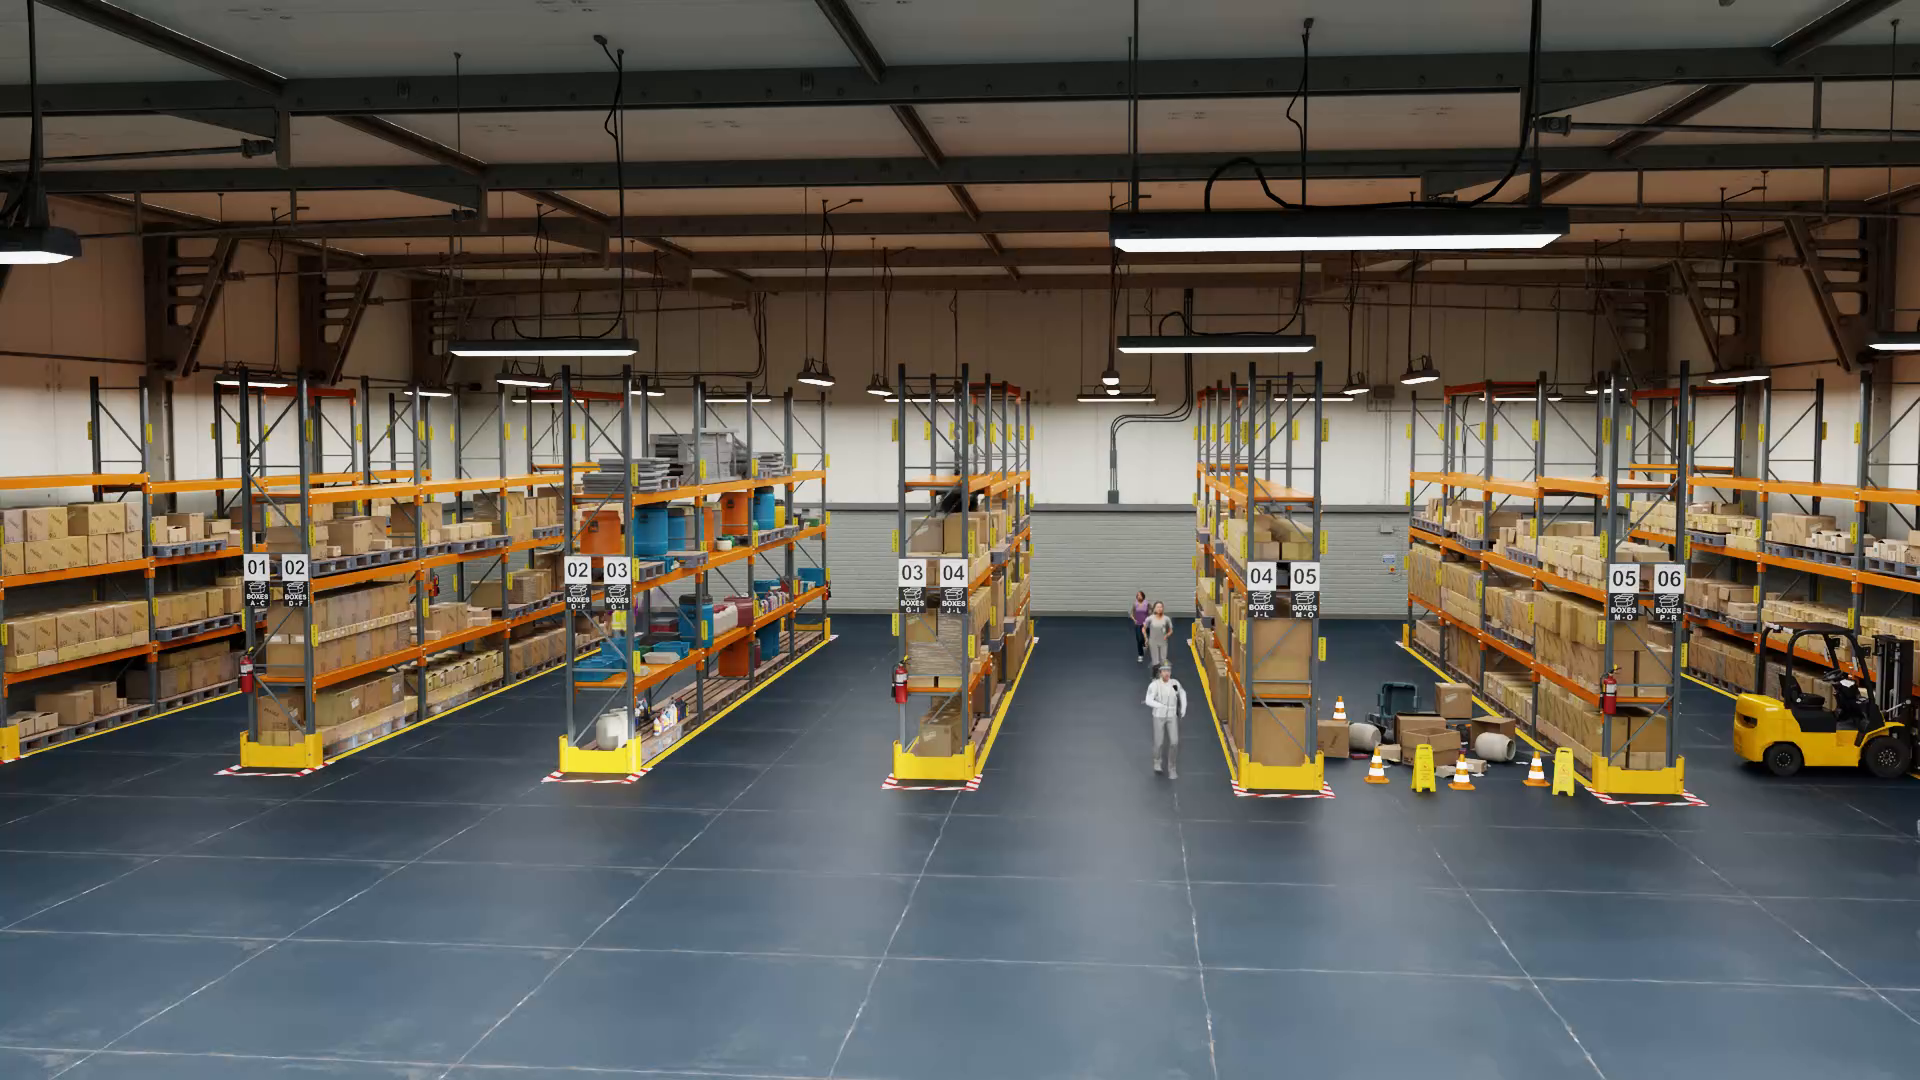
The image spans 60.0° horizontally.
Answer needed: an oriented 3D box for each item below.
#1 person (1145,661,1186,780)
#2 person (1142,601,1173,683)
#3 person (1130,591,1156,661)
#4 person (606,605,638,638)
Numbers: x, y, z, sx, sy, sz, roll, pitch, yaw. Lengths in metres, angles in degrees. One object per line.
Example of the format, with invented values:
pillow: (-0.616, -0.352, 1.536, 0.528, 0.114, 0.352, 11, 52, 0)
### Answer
person: (2.992, 2.622, 24.224, 0.632, 1.764, 0.615, 0, 4, -4)
person: (3.630, 1.943, 30.430, 0.559, 1.641, 0.515, 0, 4, -2)
person: (4.004, 1.893, 36.498, 0.568, 1.560, 0.602, 1, 4, 14)
person: (-7.063, 1.893, 34.691, 0.675, 1.741, 0.672, 0, 4, -7)
